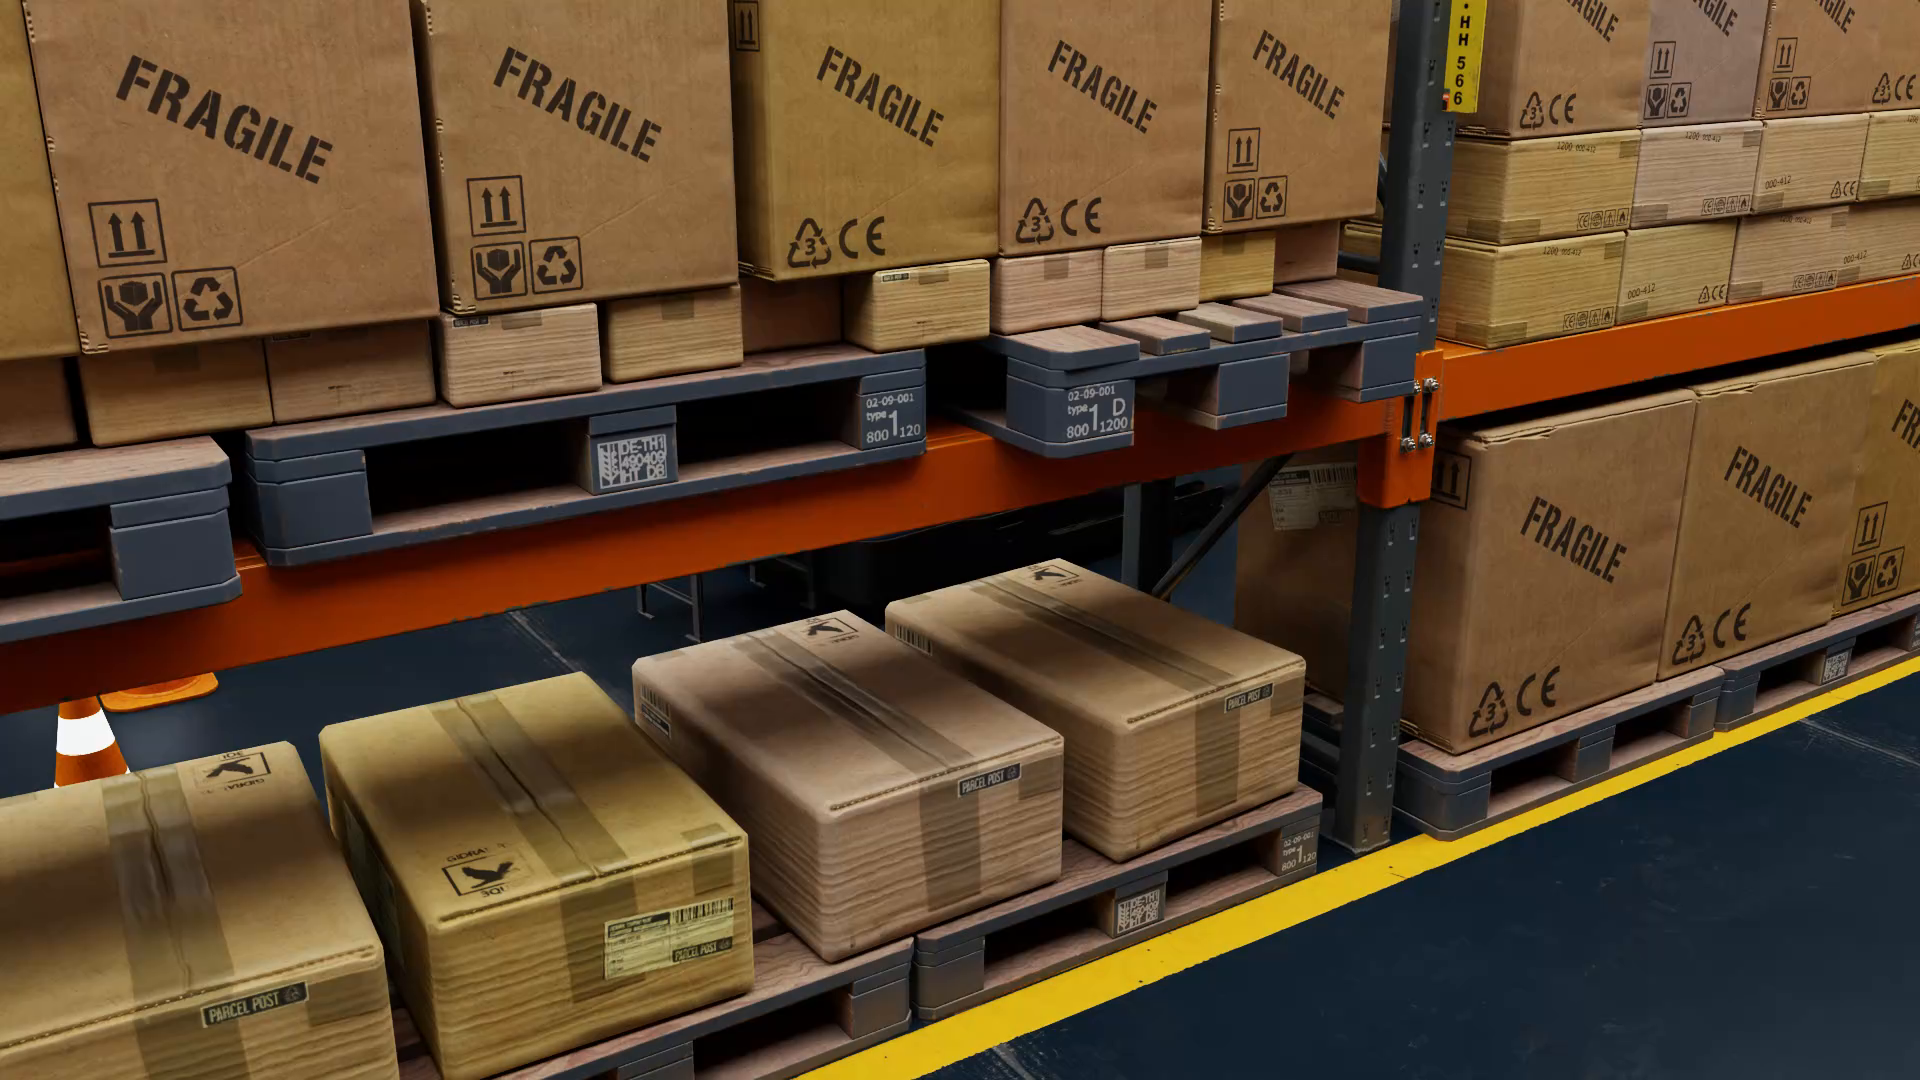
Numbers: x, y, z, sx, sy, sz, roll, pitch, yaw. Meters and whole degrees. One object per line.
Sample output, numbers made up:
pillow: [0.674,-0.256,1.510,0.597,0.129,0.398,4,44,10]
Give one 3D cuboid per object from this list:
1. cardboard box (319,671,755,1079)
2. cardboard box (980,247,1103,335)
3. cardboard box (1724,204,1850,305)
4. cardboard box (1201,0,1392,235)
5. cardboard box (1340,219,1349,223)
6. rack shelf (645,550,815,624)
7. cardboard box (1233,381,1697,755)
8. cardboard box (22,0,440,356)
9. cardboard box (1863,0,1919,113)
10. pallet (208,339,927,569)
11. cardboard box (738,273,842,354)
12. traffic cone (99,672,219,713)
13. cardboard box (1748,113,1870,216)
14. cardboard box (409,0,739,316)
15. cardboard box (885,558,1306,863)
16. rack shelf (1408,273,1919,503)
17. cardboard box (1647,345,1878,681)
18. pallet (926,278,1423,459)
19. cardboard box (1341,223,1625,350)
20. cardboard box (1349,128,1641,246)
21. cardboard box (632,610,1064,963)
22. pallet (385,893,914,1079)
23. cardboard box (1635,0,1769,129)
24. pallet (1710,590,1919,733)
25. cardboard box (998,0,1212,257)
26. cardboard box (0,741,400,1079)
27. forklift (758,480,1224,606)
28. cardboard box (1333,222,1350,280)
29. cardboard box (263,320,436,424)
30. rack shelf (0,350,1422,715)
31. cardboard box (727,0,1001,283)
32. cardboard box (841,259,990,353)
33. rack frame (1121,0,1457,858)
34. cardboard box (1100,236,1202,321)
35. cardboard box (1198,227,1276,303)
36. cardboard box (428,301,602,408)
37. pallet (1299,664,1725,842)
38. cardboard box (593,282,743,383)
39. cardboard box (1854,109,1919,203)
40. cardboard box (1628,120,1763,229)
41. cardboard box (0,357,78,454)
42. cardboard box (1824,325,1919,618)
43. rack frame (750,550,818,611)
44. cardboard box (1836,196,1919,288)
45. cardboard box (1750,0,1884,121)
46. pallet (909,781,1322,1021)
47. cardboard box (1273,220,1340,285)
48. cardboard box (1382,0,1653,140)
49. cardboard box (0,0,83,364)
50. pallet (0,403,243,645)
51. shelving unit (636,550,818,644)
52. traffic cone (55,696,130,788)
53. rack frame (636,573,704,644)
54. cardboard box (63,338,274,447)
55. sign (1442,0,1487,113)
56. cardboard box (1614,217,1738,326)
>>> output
cardboard box: [-0.922,0.666,3.539,0.625,0.372,0.950,-11,22,-30]
cardboard box: [0.075,-0.535,3.381,0.250,0.149,0.380,-13,23,-34]
cardboard box: [2.211,-0.875,4.883,0.500,0.250,0.500,-11,22,-30]
cardboard box: [0.577,-0.974,3.665,0.500,0.500,0.500,-13,22,-33]
cardboard box: [1.068,-1.060,4.650,0.500,0.250,0.500,-12,22,-32]
rack shelf: [-0.834,-0.060,5.871,0.480,0.518,0.431,-16,24,-39]
cardboard box: [1.426,-0.033,4.820,0.875,0.875,0.875,-12,22,-32]
cardboard box: [-1.150,-0.601,2.564,0.500,0.500,0.500,-12,22,-32]
cardboard box: [2.623,-1.548,4.924,0.500,0.500,0.500,-12,22,-31]
pallet: [-0.827,-0.291,3.220,1.213,0.211,1.003,-12,22,-31]
cardboard box: [-0.427,-0.472,3.195,0.250,0.149,0.380,-12,22,-31]
traffic cone: [-2.579,0.254,5.271,0.334,0.463,0.336,-12,22,-31]
cardboard box: [2.218,-1.105,4.784,0.500,0.250,0.500,-12,22,-32]
cardboard box: [-0.726,-0.695,2.840,0.500,0.500,0.500,-13,23,-34]
cardboard box: [0.326,0.402,4.320,0.625,0.372,0.950,-14,23,-35]
rack shelf: [2.474,-0.753,5.410,4.000,0.370,1.077,-12,22,-31]
cardboard box: [2.173,-0.189,5.282,0.875,0.875,0.875,-12,22,-31]
pallet: [0.267,-0.496,3.828,1.003,0.211,1.213,-12,22,-31]
cardboard box: [1.351,-0.689,4.333,0.500,0.250,0.500,-12,22,-32]
cardboard box: [1.362,-0.930,4.266,0.500,0.250,0.500,-12,22,-32]
cardboard box: [-0.286,0.534,3.929,0.625,0.372,0.950,-12,22,-32]
pallet: [-0.868,0.931,3.662,1.213,0.211,1.003,-12,22,-31]
cardboard box: [1.759,-1.373,4.407,0.500,0.500,0.500,-12,22,-31]
pallet: [2.521,0.248,5.683,1.213,0.211,1.003,-12,22,-31]
cardboard box: [0.151,-0.880,3.387,0.500,0.500,0.500,-12,22,-32]
cardboard box: [-1.502,0.789,3.175,0.625,0.372,0.950,-10,21,-28]
forklift: [0.464,-1.521,6.668,3.031,2.935,1.130,-16,24,-39]
cardboard box: [1.083,-0.829,4.746,0.500,0.250,0.500,-13,23,-33]
cardboard box: [-1.049,-0.318,2.740,0.250,0.149,0.380,-12,22,-31]
rack shelf: [-0.867,-0.048,3.326,4.000,0.370,1.077,-12,22,-31]
cardboard box: [-0.270,-0.791,3.123,0.500,0.500,0.500,-14,23,-35]
cardboard box: [-0.148,-0.483,3.226,0.250,0.149,0.380,-11,22,-30]
rack frame: [0.803,-0.741,4.253,0.127,3.000,1.000,-12,22,-31]
cardboard box: [0.289,-0.577,3.506,0.250,0.149,0.380,-12,22,-32]
cardboard box: [0.475,-0.634,3.672,0.250,0.149,0.380,-12,22,-31]
cardboard box: [-0.798,-0.351,2.837,0.250,0.149,0.380,-11,22,-29]
pallet: [1.503,0.461,5.051,1.213,0.211,1.003,-12,22,-31]
cardboard box: [-0.591,-0.406,2.999,0.250,0.149,0.380,-13,22,-33]
cardboard box: [2.649,-1.191,5.038,0.500,0.250,0.500,-11,22,-30]
cardboard box: [1.795,-1.021,4.534,0.500,0.250,0.500,-11,22,-30]
cardboard box: [-1.494,-0.241,2.511,0.250,0.149,0.380,-10,21,-28]
cardboard box: [2.920,-0.346,5.747,0.875,0.875,0.875,-11,22,-30]
rack frame: [-0.652,-0.788,5.796,0.015,2.100,0.400,-16,24,-39]
cardboard box: [2.621,-0.963,5.143,0.500,0.250,0.500,-12,22,-31]
cardboard box: [2.199,-1.460,4.664,0.500,0.500,0.500,-11,22,-30]
pallet: [0.150,0.717,4.294,1.213,0.211,1.003,-12,22,-31]
cardboard box: [0.659,-0.700,3.869,0.250,0.149,0.380,-11,22,-29]
cardboard box: [1.350,-1.284,4.140,0.500,0.500,0.500,-13,22,-33]
cardboard box: [-1.570,-0.518,2.317,0.500,0.500,0.500,-12,22,-31]
pallet: [-1.819,-0.041,2.483,1.213,0.211,1.003,-12,22,-31]
shelving unit: [-0.834,-0.736,5.642,0.503,2.100,0.431,-16,24,-39]
traffic cone: [-2.272,0.572,4.329,0.334,0.463,0.336,-12,22,-31]
rack frame: [-1.016,-0.684,5.489,0.015,2.100,0.400,-16,24,-39]
cardboard box: [-1.256,-0.275,2.612,0.250,0.149,0.380,-12,22,-31]
sign: [1.110,-1.109,3.656,0.005,0.325,0.100,-12,22,-31]
cardboard box: [1.770,-0.784,4.615,0.500,0.250,0.500,-13,22,-33]
